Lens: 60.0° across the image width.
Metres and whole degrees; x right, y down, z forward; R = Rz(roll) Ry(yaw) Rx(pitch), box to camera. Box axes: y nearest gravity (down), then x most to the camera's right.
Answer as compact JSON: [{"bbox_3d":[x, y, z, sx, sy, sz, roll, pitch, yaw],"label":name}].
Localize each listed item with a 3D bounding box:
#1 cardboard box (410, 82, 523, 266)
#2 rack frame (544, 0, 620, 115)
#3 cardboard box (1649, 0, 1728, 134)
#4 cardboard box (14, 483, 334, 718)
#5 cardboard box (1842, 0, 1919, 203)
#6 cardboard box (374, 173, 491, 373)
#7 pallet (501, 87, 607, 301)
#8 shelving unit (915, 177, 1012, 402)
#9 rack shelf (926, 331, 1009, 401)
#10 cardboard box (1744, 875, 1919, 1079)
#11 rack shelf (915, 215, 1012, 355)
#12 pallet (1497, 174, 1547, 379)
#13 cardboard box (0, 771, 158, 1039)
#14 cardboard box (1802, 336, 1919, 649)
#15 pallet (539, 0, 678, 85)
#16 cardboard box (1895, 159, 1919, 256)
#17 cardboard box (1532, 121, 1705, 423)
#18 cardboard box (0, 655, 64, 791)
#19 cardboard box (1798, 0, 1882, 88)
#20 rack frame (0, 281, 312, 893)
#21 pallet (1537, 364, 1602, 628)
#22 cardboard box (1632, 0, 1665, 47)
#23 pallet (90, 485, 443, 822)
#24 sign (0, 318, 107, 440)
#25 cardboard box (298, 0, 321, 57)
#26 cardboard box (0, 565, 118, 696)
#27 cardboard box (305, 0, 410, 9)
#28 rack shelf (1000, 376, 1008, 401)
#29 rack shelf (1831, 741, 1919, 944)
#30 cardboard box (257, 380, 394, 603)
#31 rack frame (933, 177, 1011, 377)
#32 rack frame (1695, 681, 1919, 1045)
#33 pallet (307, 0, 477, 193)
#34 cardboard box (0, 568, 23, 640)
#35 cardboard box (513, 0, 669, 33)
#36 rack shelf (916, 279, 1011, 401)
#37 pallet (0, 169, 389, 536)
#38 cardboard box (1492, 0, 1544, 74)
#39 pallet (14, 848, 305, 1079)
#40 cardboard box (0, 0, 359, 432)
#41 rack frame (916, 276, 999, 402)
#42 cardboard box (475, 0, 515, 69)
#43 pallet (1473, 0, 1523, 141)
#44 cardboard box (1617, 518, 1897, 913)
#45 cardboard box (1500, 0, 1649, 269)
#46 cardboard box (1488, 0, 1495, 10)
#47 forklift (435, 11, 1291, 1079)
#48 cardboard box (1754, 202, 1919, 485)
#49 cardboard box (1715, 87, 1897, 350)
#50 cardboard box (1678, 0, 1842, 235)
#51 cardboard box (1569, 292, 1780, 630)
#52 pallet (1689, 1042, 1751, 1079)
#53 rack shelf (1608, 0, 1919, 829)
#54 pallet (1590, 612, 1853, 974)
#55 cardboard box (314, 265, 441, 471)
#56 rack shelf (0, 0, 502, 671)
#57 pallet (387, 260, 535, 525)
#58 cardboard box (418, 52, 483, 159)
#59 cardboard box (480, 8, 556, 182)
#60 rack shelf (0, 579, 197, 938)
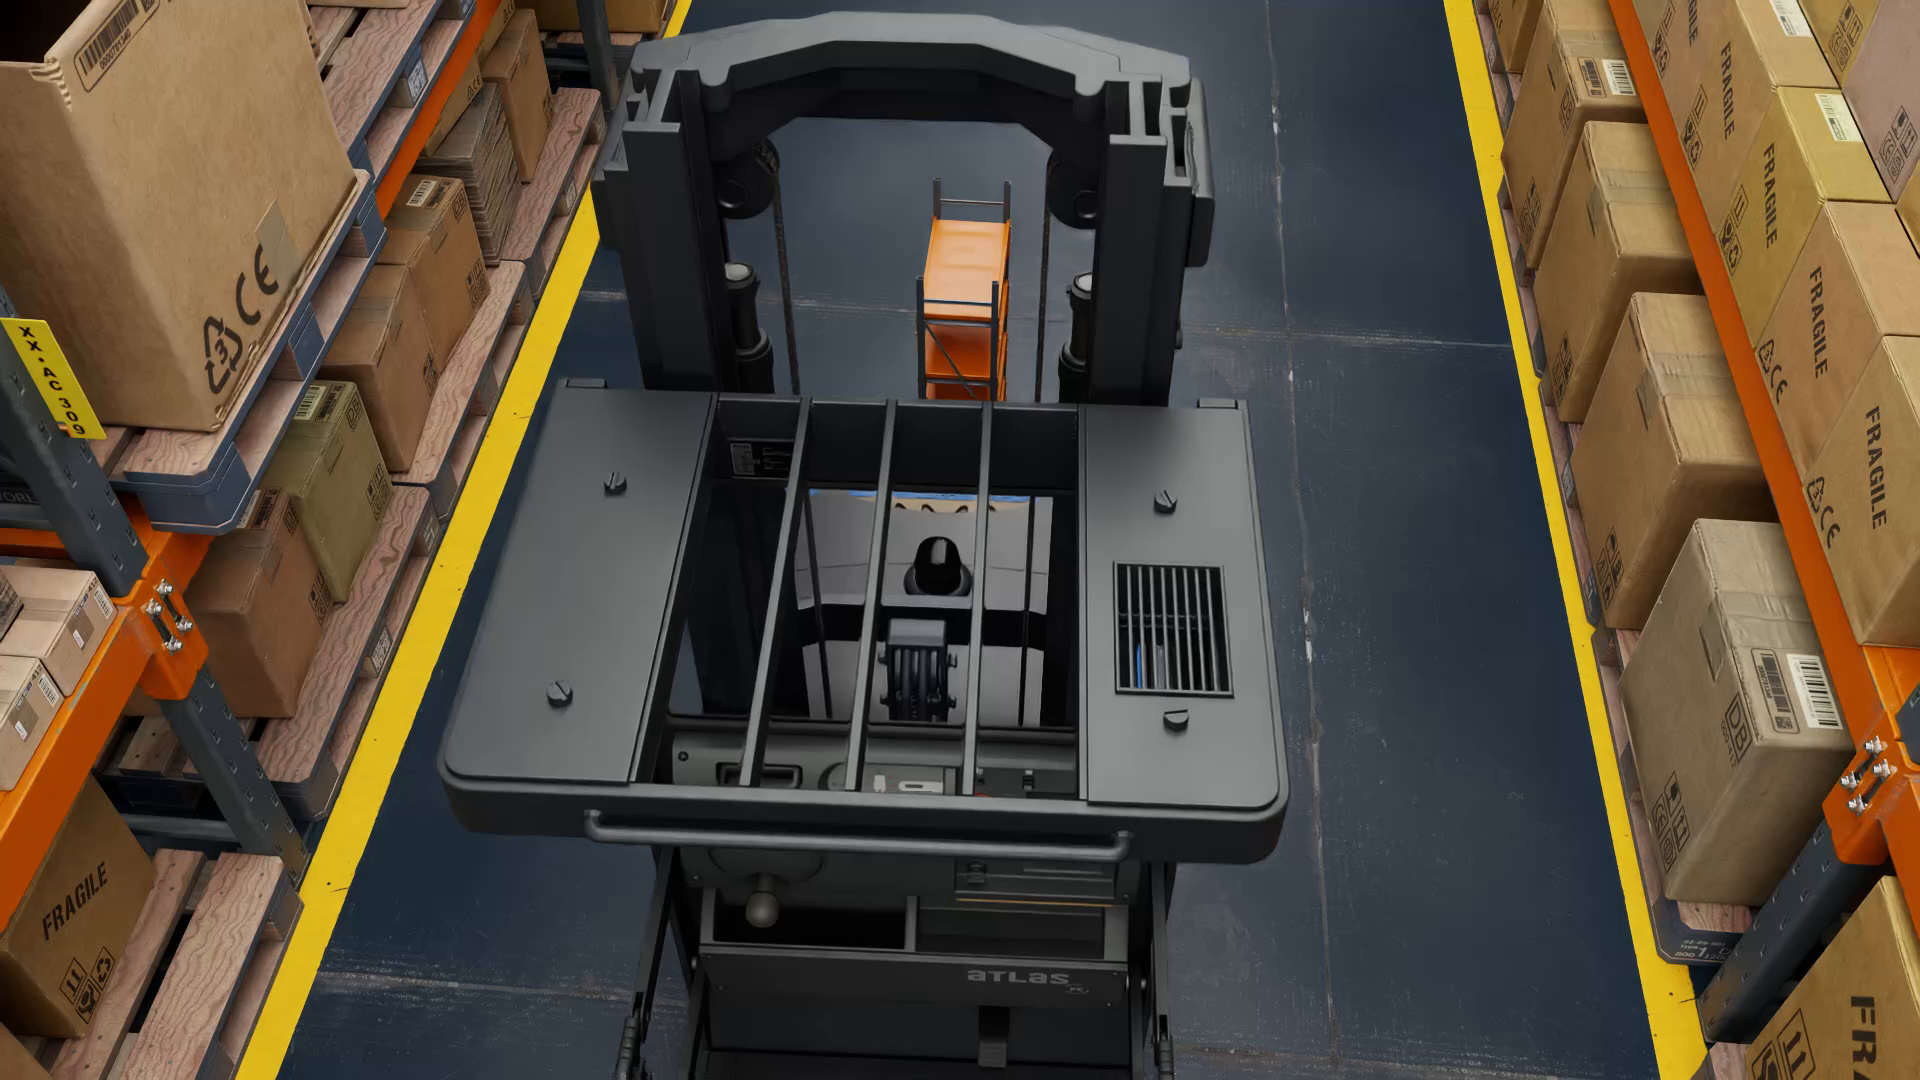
[{"bbox_3d":[-2.126,-1.410,6.402,0.700,0.500,0.500,0,48,0],"label":"cardboard box"},{"bbox_3d":[-2.047,-3.007,6.467,1.000,3.000,0.127,4,48,4],"label":"rack frame"},{"bbox_3d":[2.484,-1.577,5.092,0.500,0.500,0.500,4,48,3],"label":"cardboard box"},{"bbox_3d":[-2.334,0.178,4.950,0.700,0.500,0.500,1,48,1],"label":"cardboard box"},{"bbox_3d":[2.650,-1.146,4.020,0.700,0.500,0.500,4,48,4],"label":"cardboard box"},{"bbox_3d":[-2.171,-0.993,6.021,0.700,0.500,0.500,7,48,7],"label":"cardboard box"},{"bbox_3d":[-2.119,-1.492,6.971,1.003,0.211,1.213,4,48,4],"label":"pallet"},{"bbox_3d":[0.015,-0.527,5.419,0.258,1.200,0.503,4,48,4],"label":"shelving unit"},{"bbox_3d":[0.015,-0.481,5.468,0.258,0.148,0.480,4,48,4],"label":"rack shelf"},{"bbox_3d":[2.392,1.373,3.617,0.875,0.875,0.875,5,48,4],"label":"cardboard box"},{"bbox_3d":[0.015,-0.792,5.129,0.258,0.148,0.480,4,48,4],"label":"rack shelf"},{"bbox_3d":[2.736,-1.084,6.598,1.003,0.211,1.213,4,48,4],"label":"pallet"},{"bbox_3d":[-2.488,0.925,4.280,0.500,0.500,0.500,3,48,2],"label":"cardboard box"},{"bbox_3d":[2.300,-0.095,3.736,0.500,0.500,0.500,4,48,3],"label":"cardboard box"},{"bbox_3d":[-1.900,-2.640,8.022,1.003,0.211,1.213,4,48,4],"label":"pallet"},{"bbox_3d":[2.603,-0.774,3.680,0.700,0.500,0.500,3,48,3],"label":"cardboard box"},{"bbox_3d":[2.662,-0.898,5.778,1.050,0.750,0.750,5,48,4],"label":"cardboard box"},{"bbox_3d":[-2.170,0.378,3.542,0.380,0.149,0.250,4,48,4],"label":"cardboard box"},{"bbox_3d":[2.697,-1.517,4.359,0.700,0.500,0.500,3,48,3],"label":"cardboard box"},{"bbox_3d":[-2.411,-0.068,3.779,1.000,3.000,0.127,4,48,4],"label":"rack frame"},{"bbox_3d":[2.623,-0.190,5.780,1.003,0.211,1.213,4,48,4],"label":"pallet"},{"bbox_3d":[2.530,-1.947,5.431,0.500,0.500,0.500,3,48,3],"label":"cardboard box"},{"bbox_3d":[-2.342,0.301,5.331,1.003,0.211,1.213,4,48,4],"label":"pallet"},{"bbox_3d":[-1.870,-0.329,3.431,0.100,0.325,0.005,4,48,4],"label":"sign"},{"bbox_3d":[-2.345,-1.524,4.757,0.797,0.503,0.637,8,48,8],"label":"cardboard box"},{"bbox_3d":[-2.138,0.195,3.709,0.380,0.149,0.250,4,48,4],"label":"cardboard box"},{"bbox_3d":[-1.930,-1.860,5.225,0.396,0.266,0.258,3,48,2],"label":"cardboard box"},{"bbox_3d":[0.015,-0.347,5.615,0.258,0.148,0.480,4,48,4],"label":"rack shelf"},{"bbox_3d":[2.337,2.053,2.327,1.077,0.370,4.000,4,48,4],"label":"rack shelf"},{"bbox_3d":[-2.272,-0.171,5.270,0.700,0.500,0.500,4,48,3],"label":"cardboard box"},{"bbox_3d":[0.037,-0.706,5.583,0.240,1.200,0.015,4,48,4],"label":"rack frame"},{"bbox_3d":[2.519,0.340,3.406,1.000,3.000,0.127,4,48,4],"label":"rack frame"},{"bbox_3d":[-2.186,-1.485,5.205,1.003,0.211,1.213,4,48,4],"label":"pallet"},{"bbox_3d":[-2.514,0.125,3.334,0.875,0.500,0.500,4,48,4],"label":"cardboard box"},{"bbox_3d":[-1.963,-2.937,7.559,1.225,0.875,0.875,2,48,2],"label":"cardboard box"},{"bbox_3d":[0.015,-0.632,5.303,0.258,0.148,0.480,4,48,4],"label":"rack shelf"},{"bbox_3d":[-2.197,-0.555,4.355,1.003,0.211,1.213,4,48,4],"label":"pallet"},{"bbox_3d":[2.683,-2.398,7.320,0.500,0.500,0.500,4,48,3],"label":"cardboard box"},{"bbox_3d":[-2.437,1.369,4.355,1.003,0.211,1.213,4,48,4],"label":"pallet"},{"bbox_3d":[-2.199,-0.986,3.928,1.000,1.000,1.000,4,48,4],"label":"cardboard box"},{"bbox_3d":[-0.007,-0.347,5.255,0.240,1.200,0.015,4,48,4],"label":"rack frame"},{"bbox_3d":[-2.078,-2.071,6.499,0.500,0.250,0.500,6,48,5],"label":"cardboard box"},{"bbox_3d":[2.956,-2.232,7.649,1.003,0.211,1.213,4,48,4],"label":"pallet"},{"bbox_3d":[2.486,0.496,4.504,1.050,0.750,0.750,4,48,3],"label":"cardboard box"},{"bbox_3d":[2.738,-1.540,6.366,1.050,0.750,0.750,3,48,3],"label":"cardboard box"},{"bbox_3d":[2.734,-2.780,7.669,0.500,0.500,0.500,6,48,5],"label":"cardboard box"},{"bbox_3d":[-0.107,0.681,3.140,1.130,2.935,3.031,2,48,2],"label":"forklift"},{"bbox_3d":[2.346,-0.466,4.076,0.500,0.500,0.500,3,48,3],"label":"cardboard box"},{"bbox_3d":[2.392,-0.838,4.416,0.500,0.500,0.500,4,48,4],"label":"cardboard box"},{"bbox_3d":[2.436,-1.211,4.757,0.500,0.500,0.500,3,48,3],"label":"cardboard box"},{"bbox_3d":[2.578,-0.213,5.152,1.050,0.750,0.750,4,48,4],"label":"cardboard box"},{"bbox_3d":[2.372,1.835,3.929,1.003,0.211,1.213,4,48,4],"label":"pallet"},{"bbox_3d":[2.701,-0.887,5.016,1.077,0.370,4.000,4,48,4],"label":"rack shelf"},{"bbox_3d":[2.514,0.709,4.958,1.003,0.211,1.213,4,48,4],"label":"pallet"},{"bbox_3d":[-2.221,-0.583,5.646,0.700,0.500,0.500,0,48,0],"label":"cardboard box"},{"bbox_3d":[-2.229,-1.295,5.389,1.077,0.370,4.000,4,48,4],"label":"rack shelf"},{"bbox_3d":[-2.233,-0.598,6.154,1.003,0.211,1.213,4,48,4],"label":"pallet"},{"bbox_3d":[-2.116,-1.680,6.142,0.500,0.250,0.500,9,48,8],"label":"cardboard box"},{"bbox_3d":[-2.088,-1.818,6.776,0.700,0.500,0.500,2,48,1],"label":"cardboard box"},{"bbox_3d":[-2.594,1.645,2.700,1.077,0.370,4.000,4,48,4],"label":"rack shelf"}]
